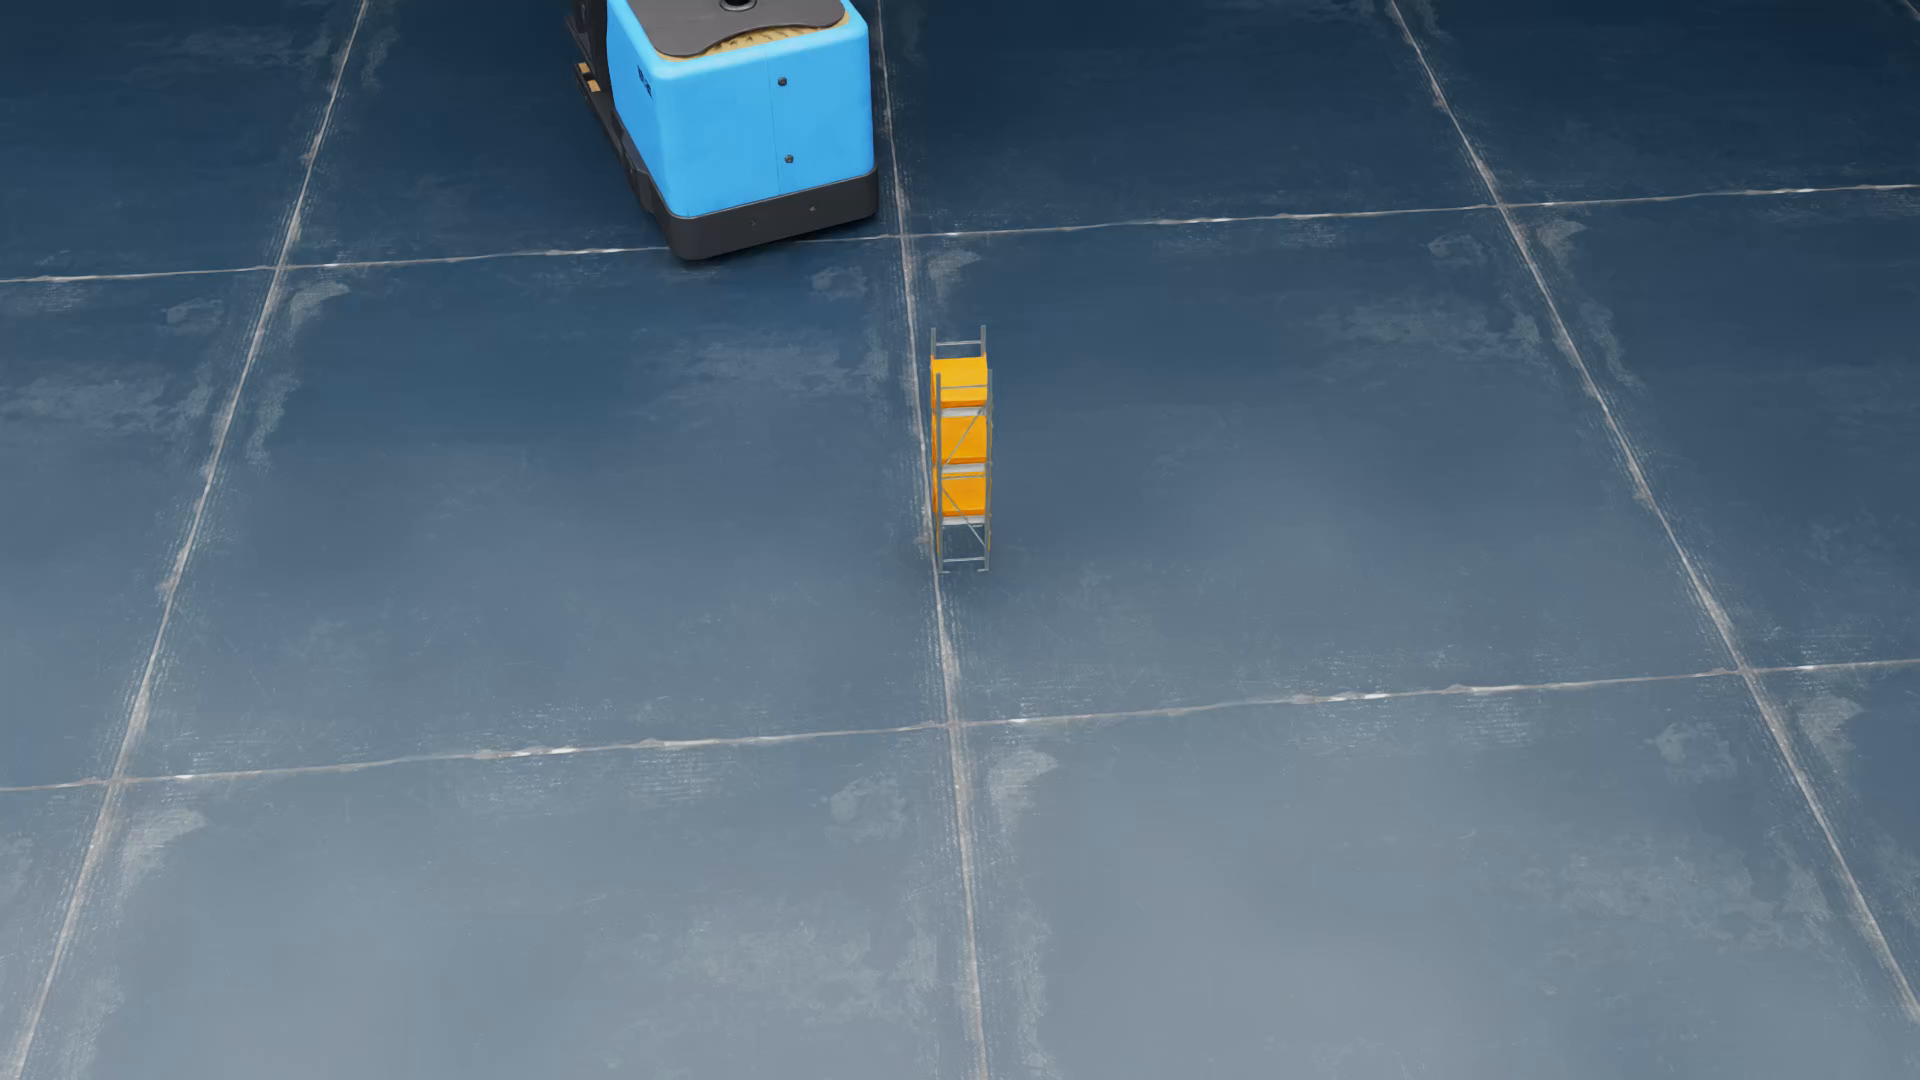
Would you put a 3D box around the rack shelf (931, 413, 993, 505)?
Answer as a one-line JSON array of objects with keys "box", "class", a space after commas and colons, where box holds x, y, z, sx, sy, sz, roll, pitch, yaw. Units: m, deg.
[{"box": [0.004, -0.315, 6.340, 0.215, 0.259, 0.240, -3, 47, -3], "class": "rack shelf"}]

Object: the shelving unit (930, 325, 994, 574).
[{"box": [0.004, -0.322, 6.332, 0.215, 1.050, 0.252, -3, 47, -3], "class": "shelving unit"}]

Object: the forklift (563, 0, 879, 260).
[{"box": [-1.450, -3.424, 7.974, 1.130, 2.935, 3.031, -18, 49, -16], "class": "forklift"}]

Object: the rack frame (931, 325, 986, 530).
[{"box": [-0.006, -0.411, 6.416, 0.200, 1.050, 0.008, -3, 47, -3], "class": "rack frame"}]

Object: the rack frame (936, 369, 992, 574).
[{"box": [0.015, -0.234, 6.249, 0.200, 1.050, 0.008, -3, 47, -3], "class": "rack frame"}]

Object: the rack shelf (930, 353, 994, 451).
[{"box": [0.004, -0.510, 6.134, 0.215, 0.259, 0.240, -3, 47, -3], "class": "rack shelf"}]

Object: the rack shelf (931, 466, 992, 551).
[{"box": [0.004, -0.124, 6.542, 0.215, 0.259, 0.240, -3, 47, -3], "class": "rack shelf"}]
